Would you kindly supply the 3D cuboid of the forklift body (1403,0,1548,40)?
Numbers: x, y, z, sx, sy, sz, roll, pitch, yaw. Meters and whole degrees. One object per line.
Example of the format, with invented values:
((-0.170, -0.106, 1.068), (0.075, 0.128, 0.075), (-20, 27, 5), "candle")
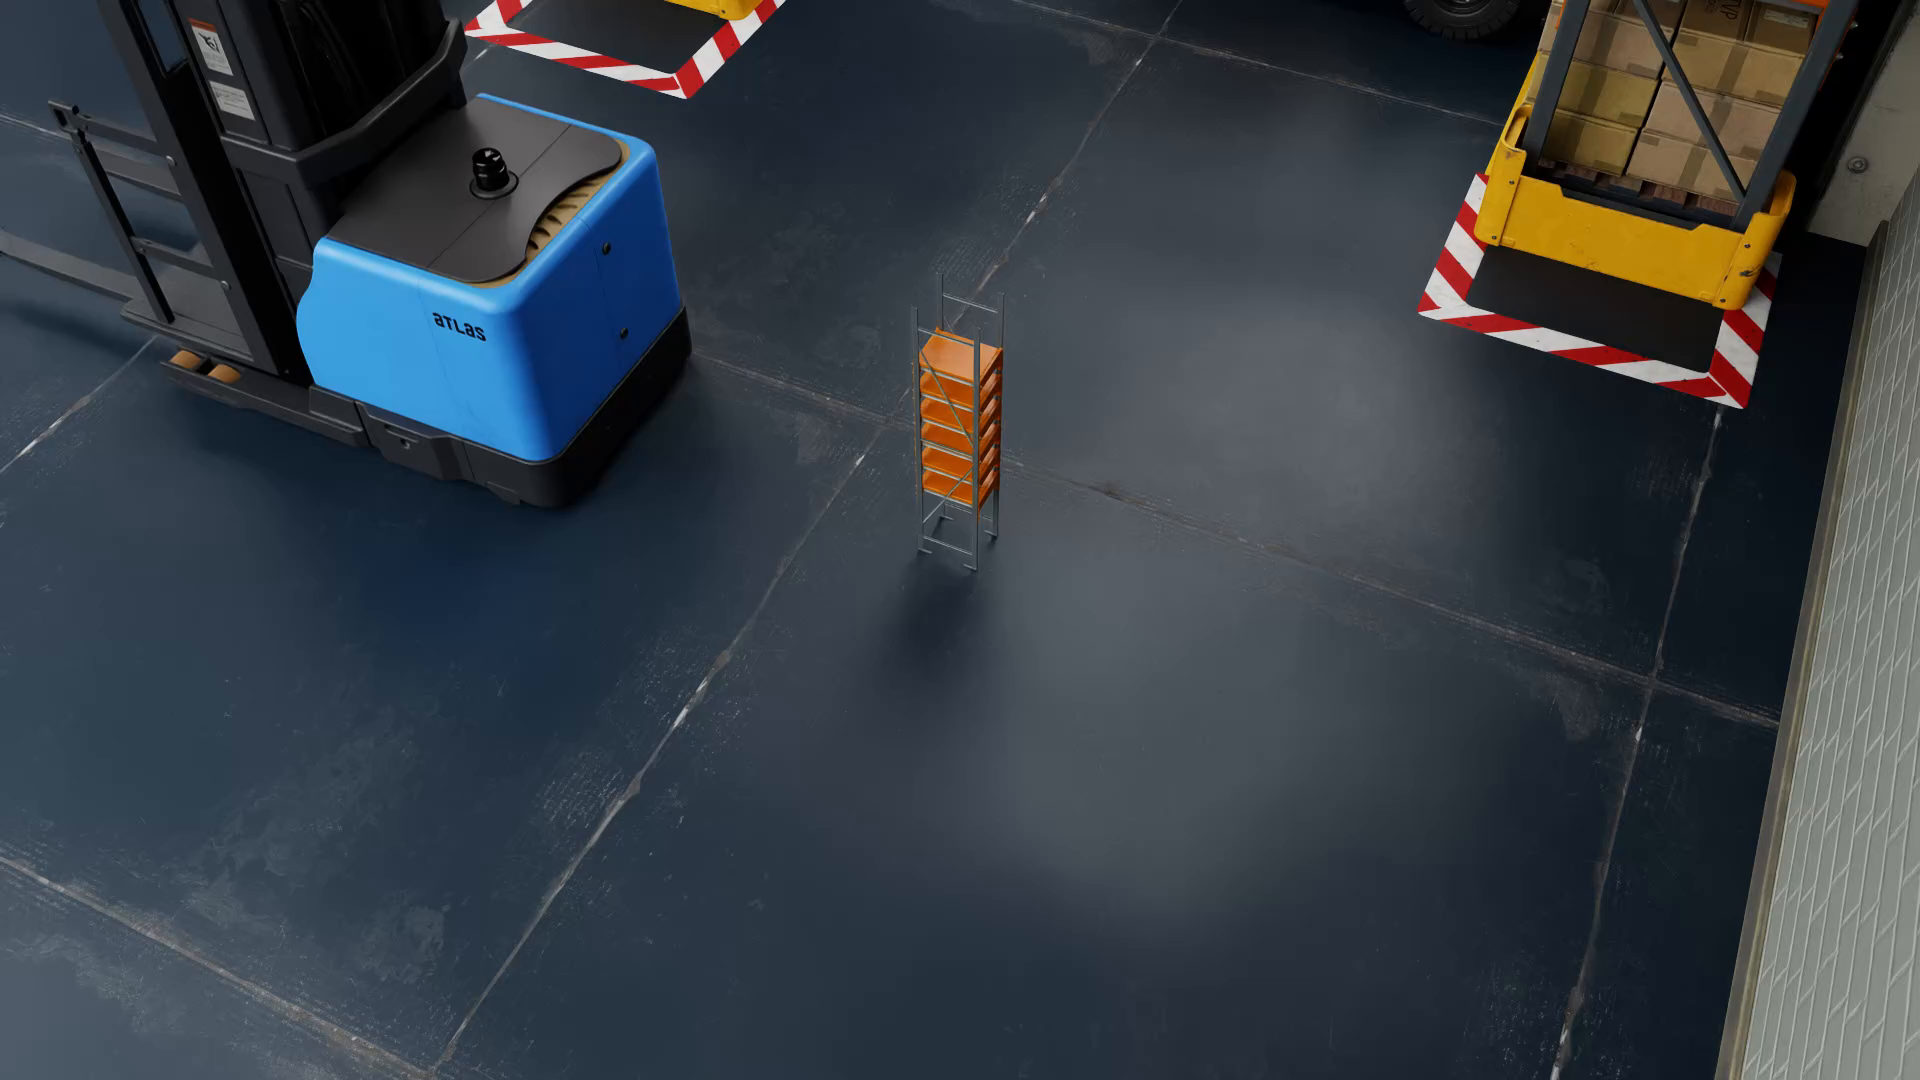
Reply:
((2.041, -3.882, 8.141), (2.313, 2.155, 1.214), (20, 52, 16), "forklift body")

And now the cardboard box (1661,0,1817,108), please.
((3.257, -2.096, 6.937), (0.500, 0.250, 0.500), (19, 52, 16), "cardboard box")

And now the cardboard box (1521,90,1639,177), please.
((2.795, -1.929, 7.451), (0.500, 0.250, 0.500), (20, 53, 16), "cardboard box")

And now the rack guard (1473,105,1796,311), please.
((2.870, -1.431, 7.139), (1.175, 0.500, 0.348), (20, 52, 16), "rack guard")

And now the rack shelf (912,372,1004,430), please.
((-0.006, -0.506, 5.636), (0.258, 0.103, 0.180), (20, 52, 16), "rack shelf")

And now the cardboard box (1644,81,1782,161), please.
((3.269, -1.921, 7.116), (0.500, 0.250, 0.500), (21, 53, 17), "cardboard box")

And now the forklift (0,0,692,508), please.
((-2.661, -1.839, 5.890), (3.031, 2.935, 1.130), (19, 52, 16), "forklift")

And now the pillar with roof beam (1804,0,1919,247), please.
((0.100, -5.788, 5.267), (9.100, 9.000, 0.400), (20, 52, 16), "pillar with roof beam")

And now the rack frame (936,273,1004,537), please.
((0.033, -0.442, 5.838), (0.240, 1.200, 0.006), (20, 52, 16), "rack frame")

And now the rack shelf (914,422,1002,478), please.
((-0.006, -0.350, 5.818), (0.258, 0.103, 0.180), (20, 52, 16), "rack shelf")

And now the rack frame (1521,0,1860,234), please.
((2.880, -2.257, 6.201), (1.000, 3.000, 0.127), (20, 52, 16), "rack frame")

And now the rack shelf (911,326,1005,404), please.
((-0.006, -0.583, 5.544), (0.258, 0.103, 0.180), (20, 52, 16), "rack shelf")

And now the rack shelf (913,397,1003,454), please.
((-0.006, -0.428, 5.727), (0.258, 0.103, 0.180), (20, 52, 16), "rack shelf")

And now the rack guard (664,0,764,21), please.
((-1.577, -3.112, 8.570), (1.175, 0.500, 0.348), (20, 52, 16), "rack guard")

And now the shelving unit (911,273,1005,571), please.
((-0.006, -0.379, 5.785), (0.258, 1.200, 0.189), (20, 52, 16), "shelving unit")

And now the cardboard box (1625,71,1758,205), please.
((3.267, -1.777, 7.322), (0.500, 0.250, 0.500), (20, 52, 16), "cardboard box")

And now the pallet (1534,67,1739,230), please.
((3.169, -1.894, 7.723), (1.003, 0.211, 1.213), (20, 52, 16), "pallet")

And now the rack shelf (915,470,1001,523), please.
((-0.006, -0.195, 6.001), (0.258, 0.103, 0.180), (20, 52, 16), "rack shelf")

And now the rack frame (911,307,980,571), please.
((-0.045, -0.316, 5.731), (0.240, 1.200, 0.006), (20, 52, 16), "rack frame")

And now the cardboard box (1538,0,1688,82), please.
((2.795, -2.245, 7.064), (0.500, 0.250, 0.500), (21, 53, 17), "cardboard box")

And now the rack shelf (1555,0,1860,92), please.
((3.735, -3.401, 7.647), (1.077, 0.370, 4.000), (20, 52, 16), "rack shelf")

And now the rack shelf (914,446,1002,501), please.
((-0.006, -0.272, 5.910), (0.258, 0.103, 0.180), (20, 52, 16), "rack shelf")

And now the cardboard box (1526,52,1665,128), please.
((2.806, -2.101, 7.270), (0.500, 0.250, 0.500), (19, 52, 16), "cardboard box")
